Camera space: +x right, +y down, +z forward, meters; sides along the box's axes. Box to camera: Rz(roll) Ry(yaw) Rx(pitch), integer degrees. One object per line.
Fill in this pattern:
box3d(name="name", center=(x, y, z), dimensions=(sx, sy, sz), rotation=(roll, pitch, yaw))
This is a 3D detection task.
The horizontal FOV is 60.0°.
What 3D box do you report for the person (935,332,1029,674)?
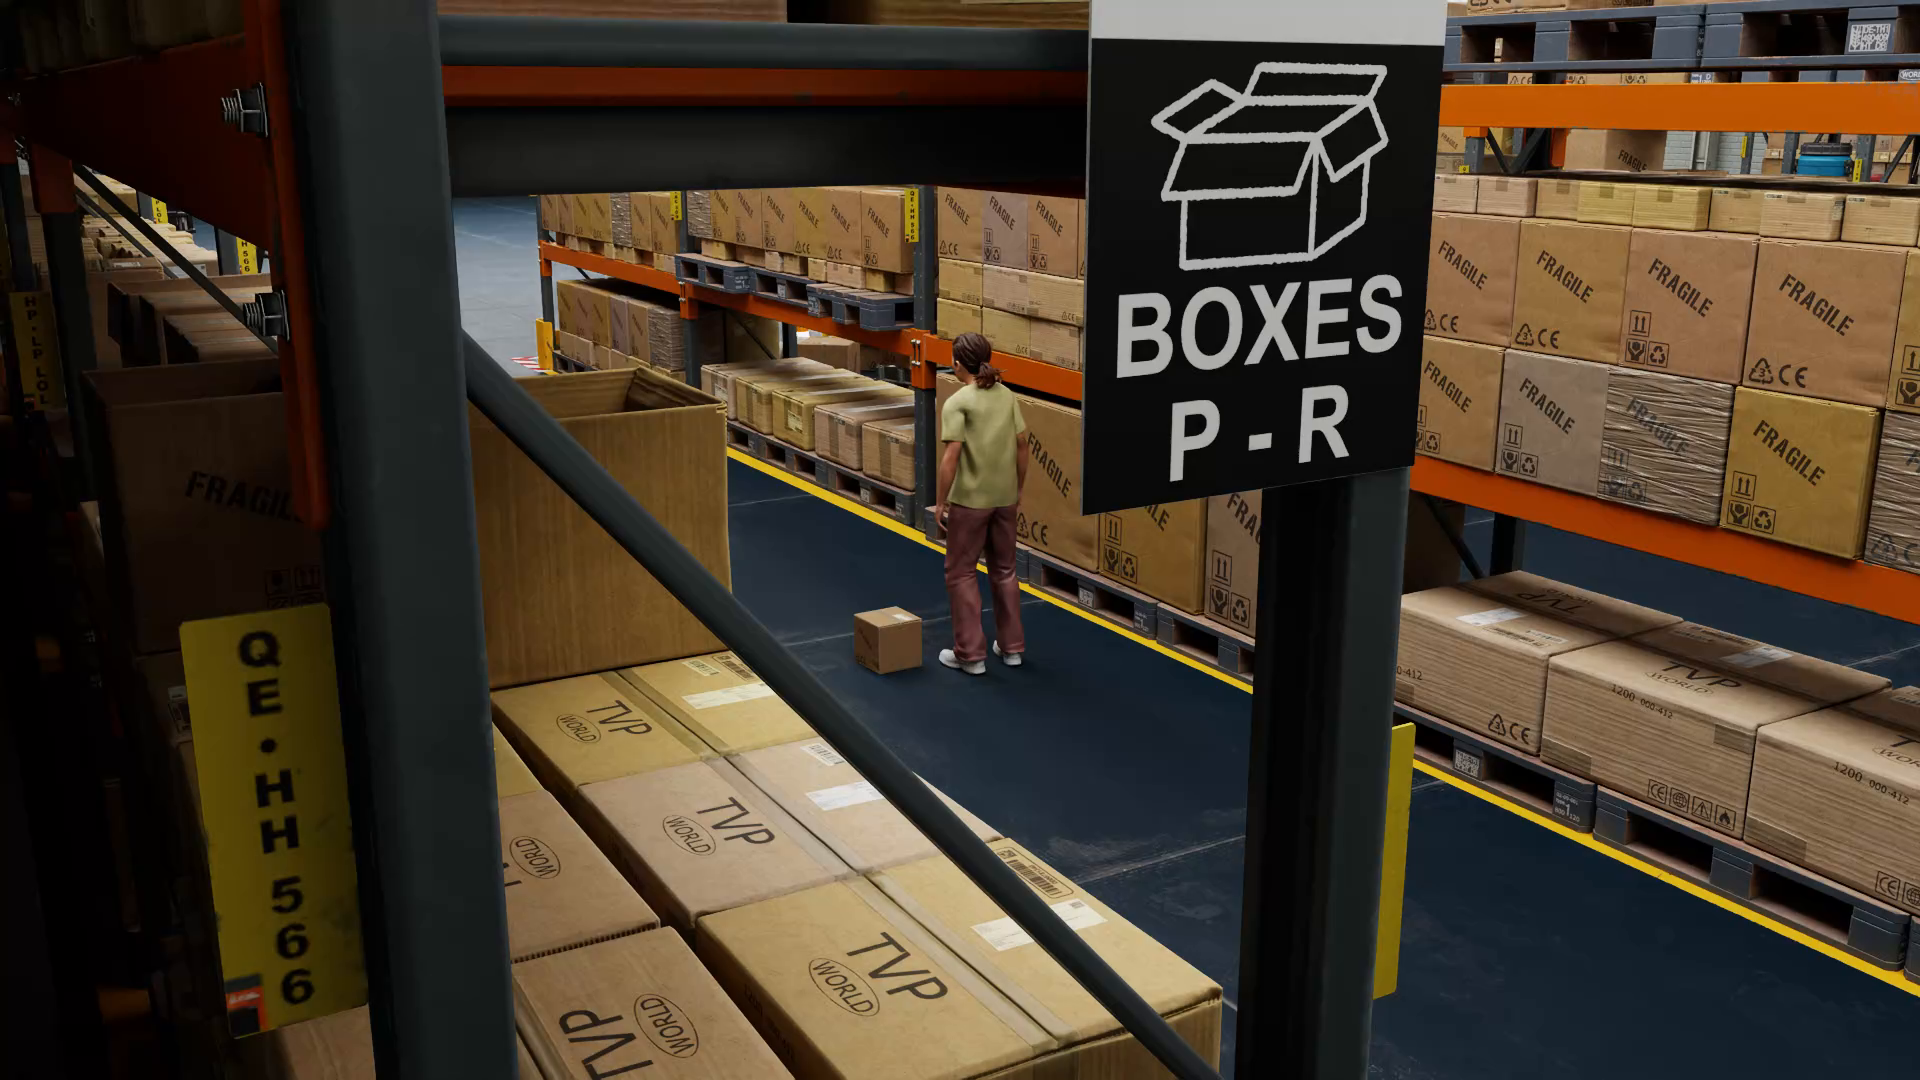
box3d(name="person", center=(0.099, -0.179, 8.122), dimensions=(0.513, 1.673, 0.347), rotation=(-9, 18, -31))
